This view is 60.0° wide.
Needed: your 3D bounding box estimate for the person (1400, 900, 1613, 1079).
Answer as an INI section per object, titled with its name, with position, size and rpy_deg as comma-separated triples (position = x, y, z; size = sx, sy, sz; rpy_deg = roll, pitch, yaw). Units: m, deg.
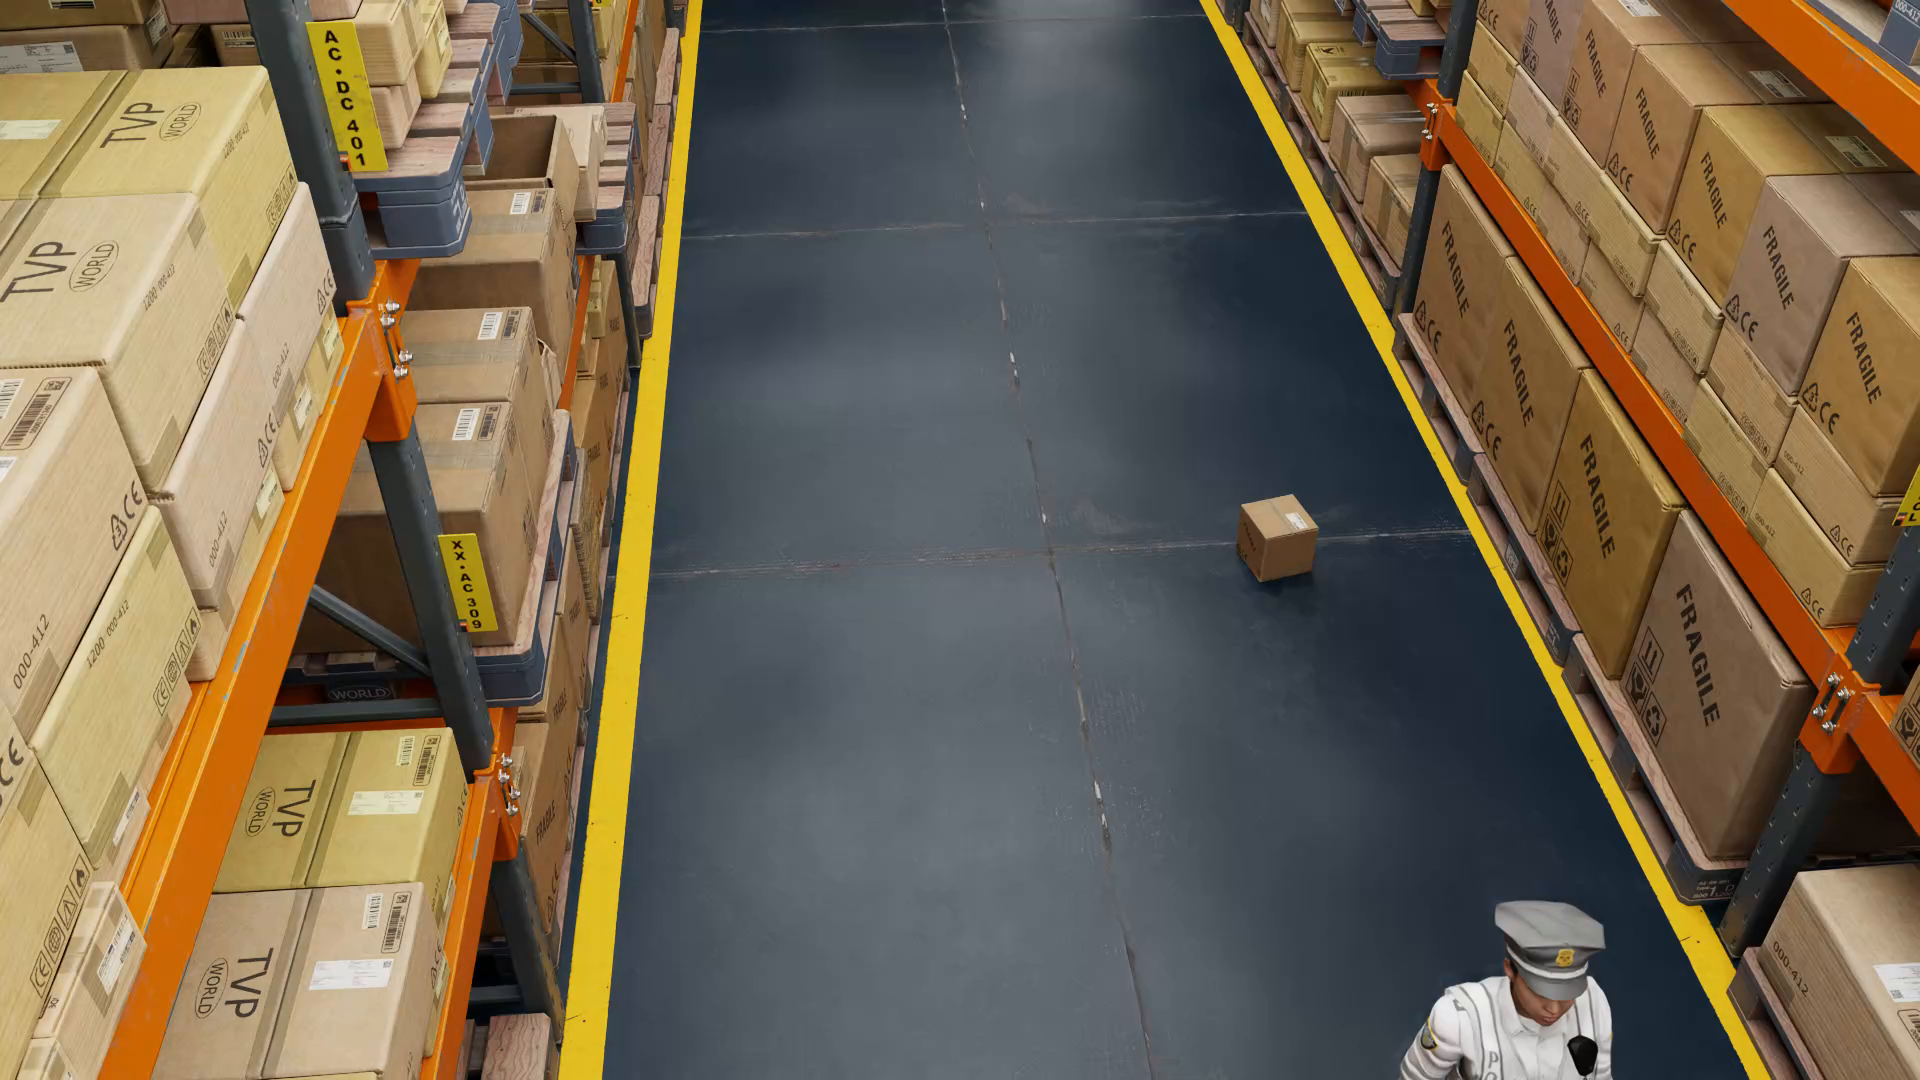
[person]
position = 1.391, 1.526, 4.265
size = 0.488, 1.638, 1.013
rpy_deg = -8, 40, -10
